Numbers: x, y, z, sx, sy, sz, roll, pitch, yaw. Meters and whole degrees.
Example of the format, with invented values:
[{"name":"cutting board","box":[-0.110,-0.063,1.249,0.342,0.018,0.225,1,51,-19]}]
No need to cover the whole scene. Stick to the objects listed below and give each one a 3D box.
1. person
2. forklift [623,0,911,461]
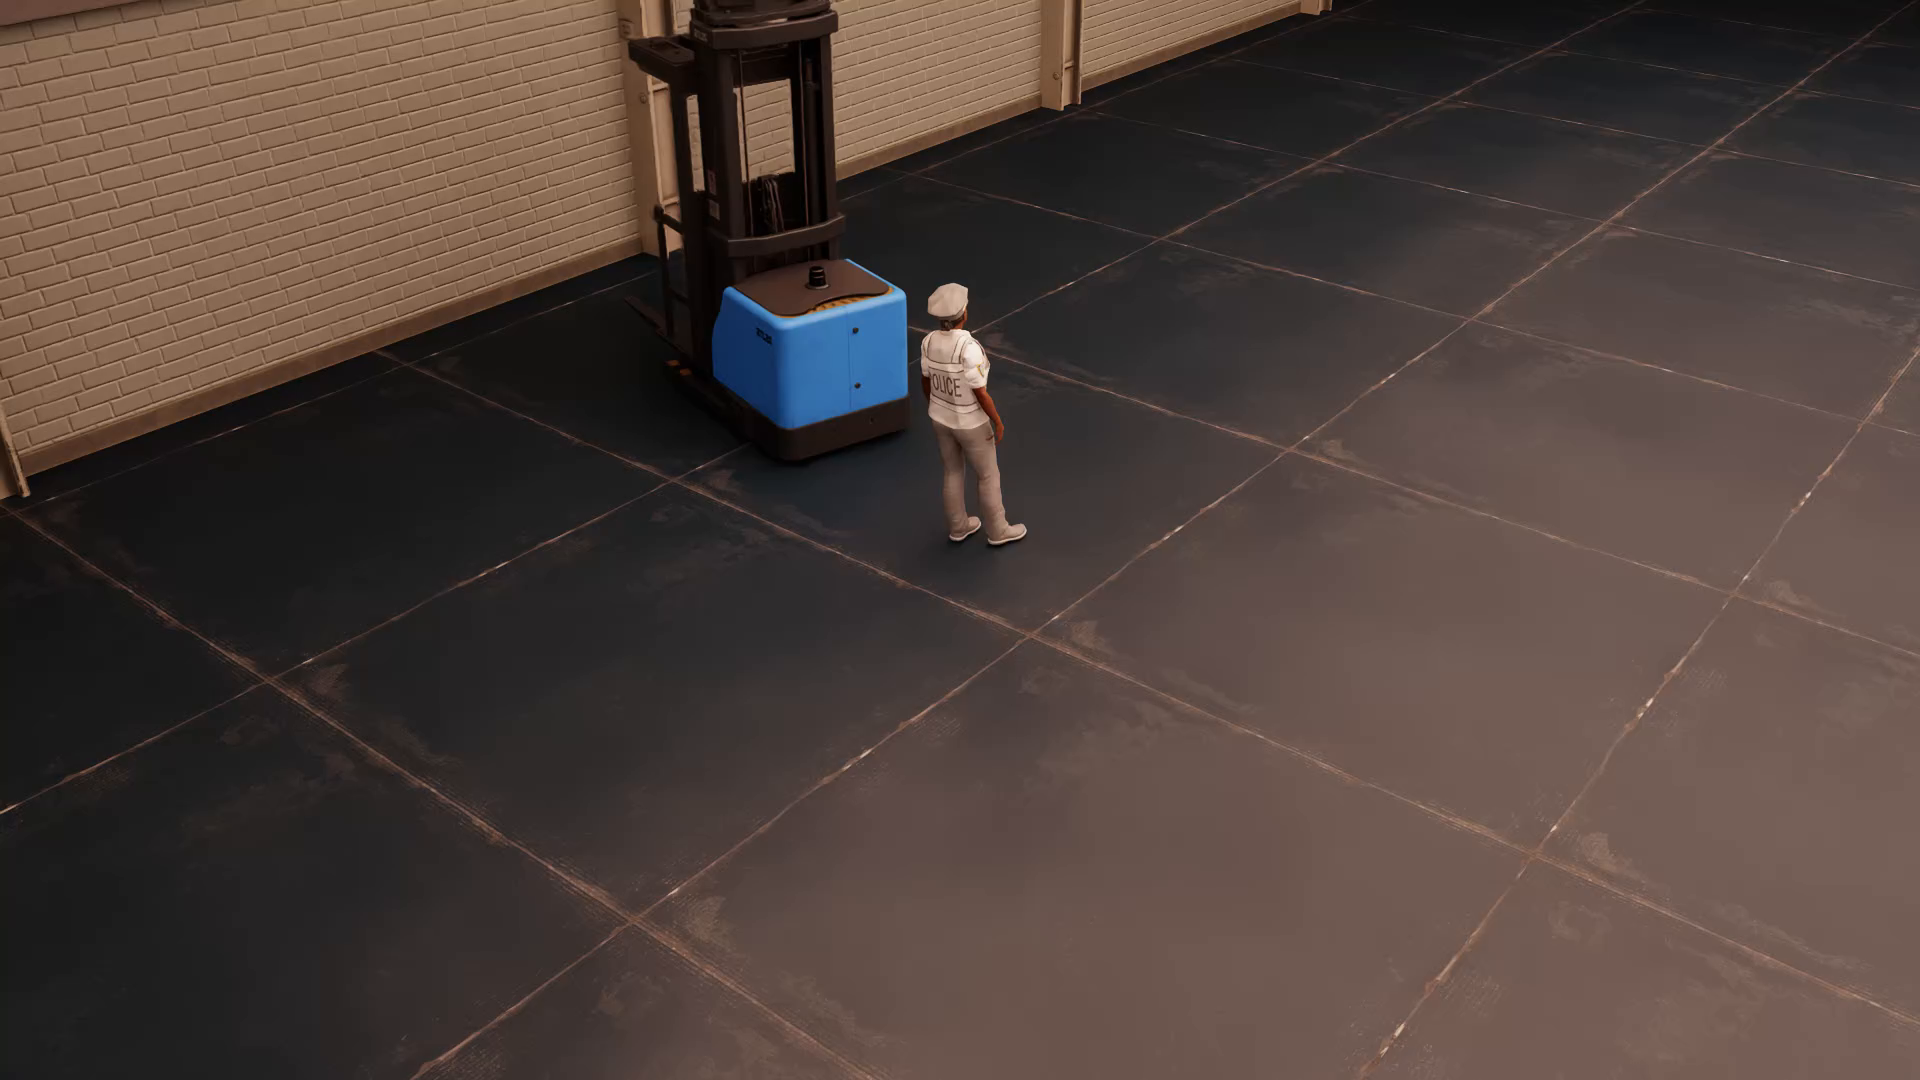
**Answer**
[{"name":"person","box":[0.062,-0.761,10.108,0.570,1.695,0.530,22,37,33]},{"name":"forklift","box":[-1.592,-2.497,11.868,1.130,2.935,3.031,-19,35,-29]}]
